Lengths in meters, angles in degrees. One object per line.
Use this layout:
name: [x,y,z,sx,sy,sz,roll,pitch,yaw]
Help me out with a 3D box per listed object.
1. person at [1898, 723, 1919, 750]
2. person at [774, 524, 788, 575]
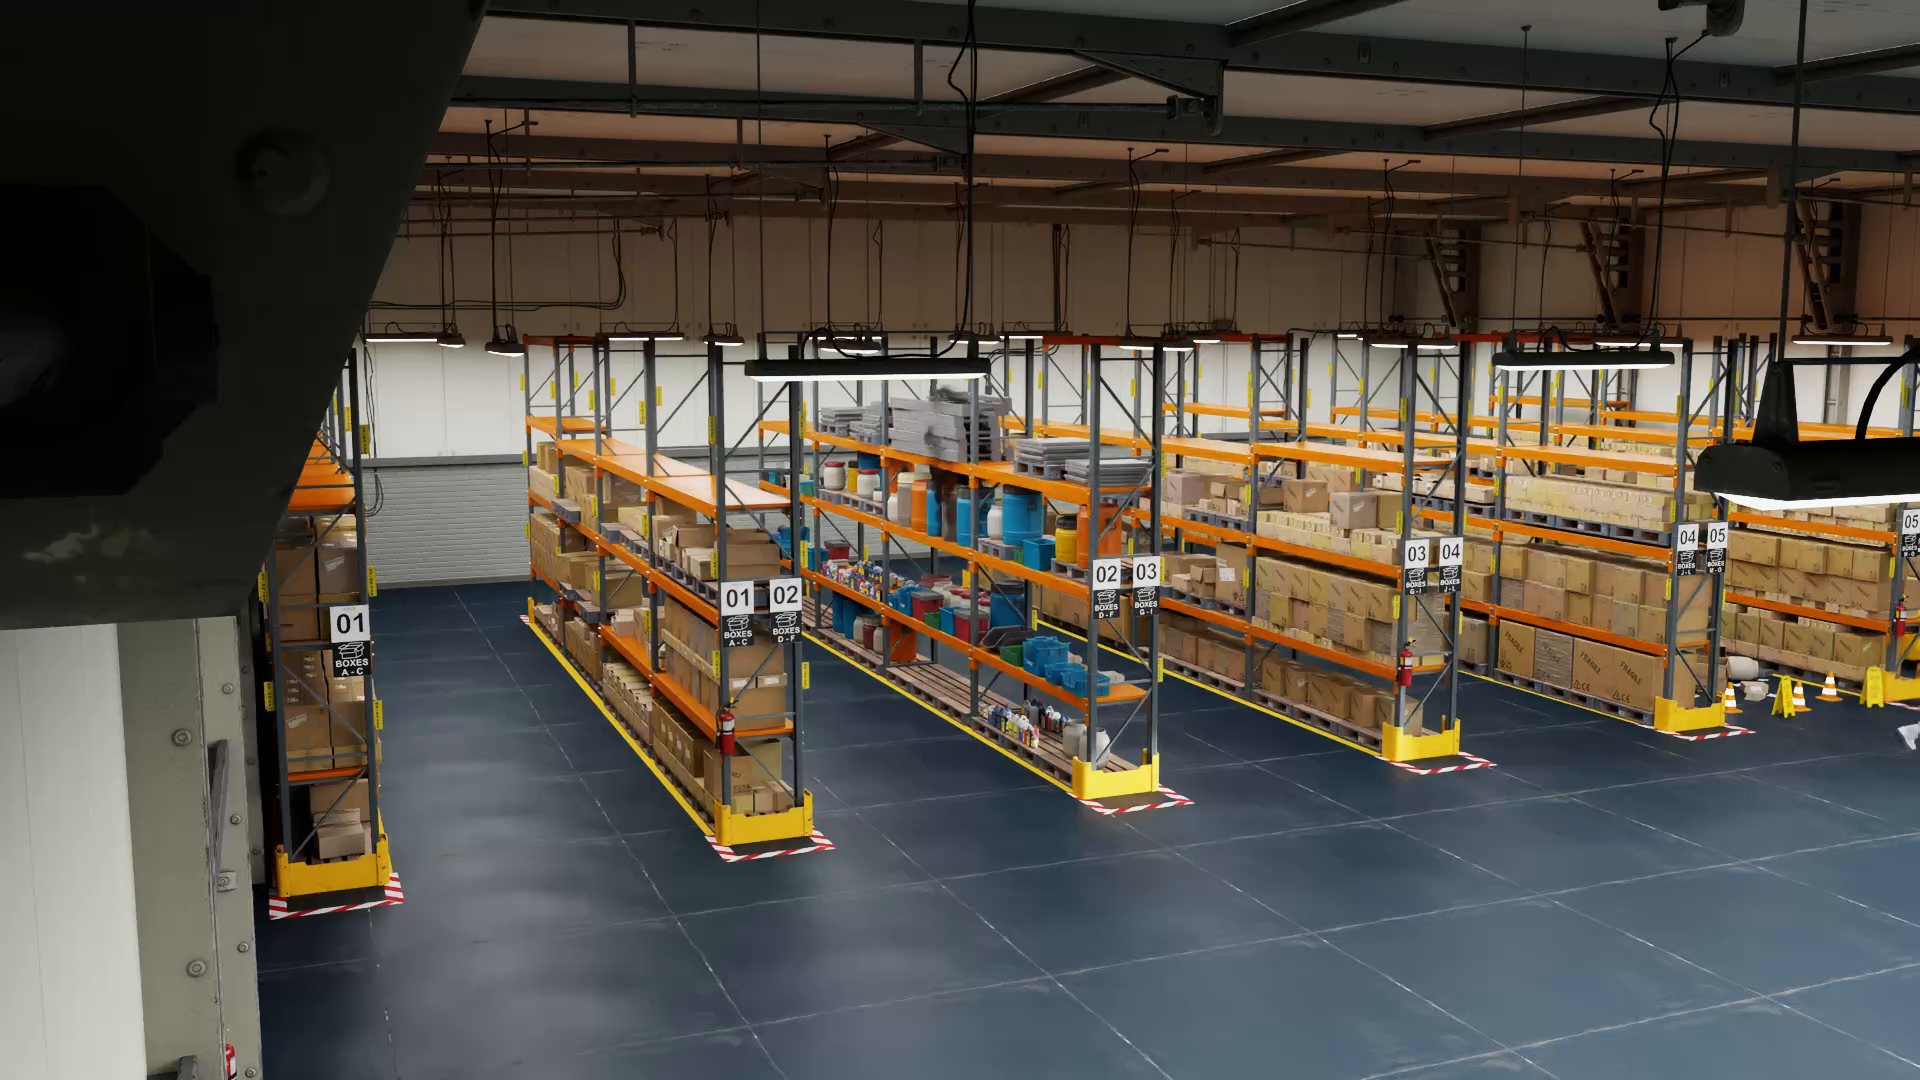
person: [14.028,2.336,23.765,1.024,1.734,0.699,4,9,30]
person: [-4.253,0.407,38.826,0.684,1.583,0.563,0,8,-3]
